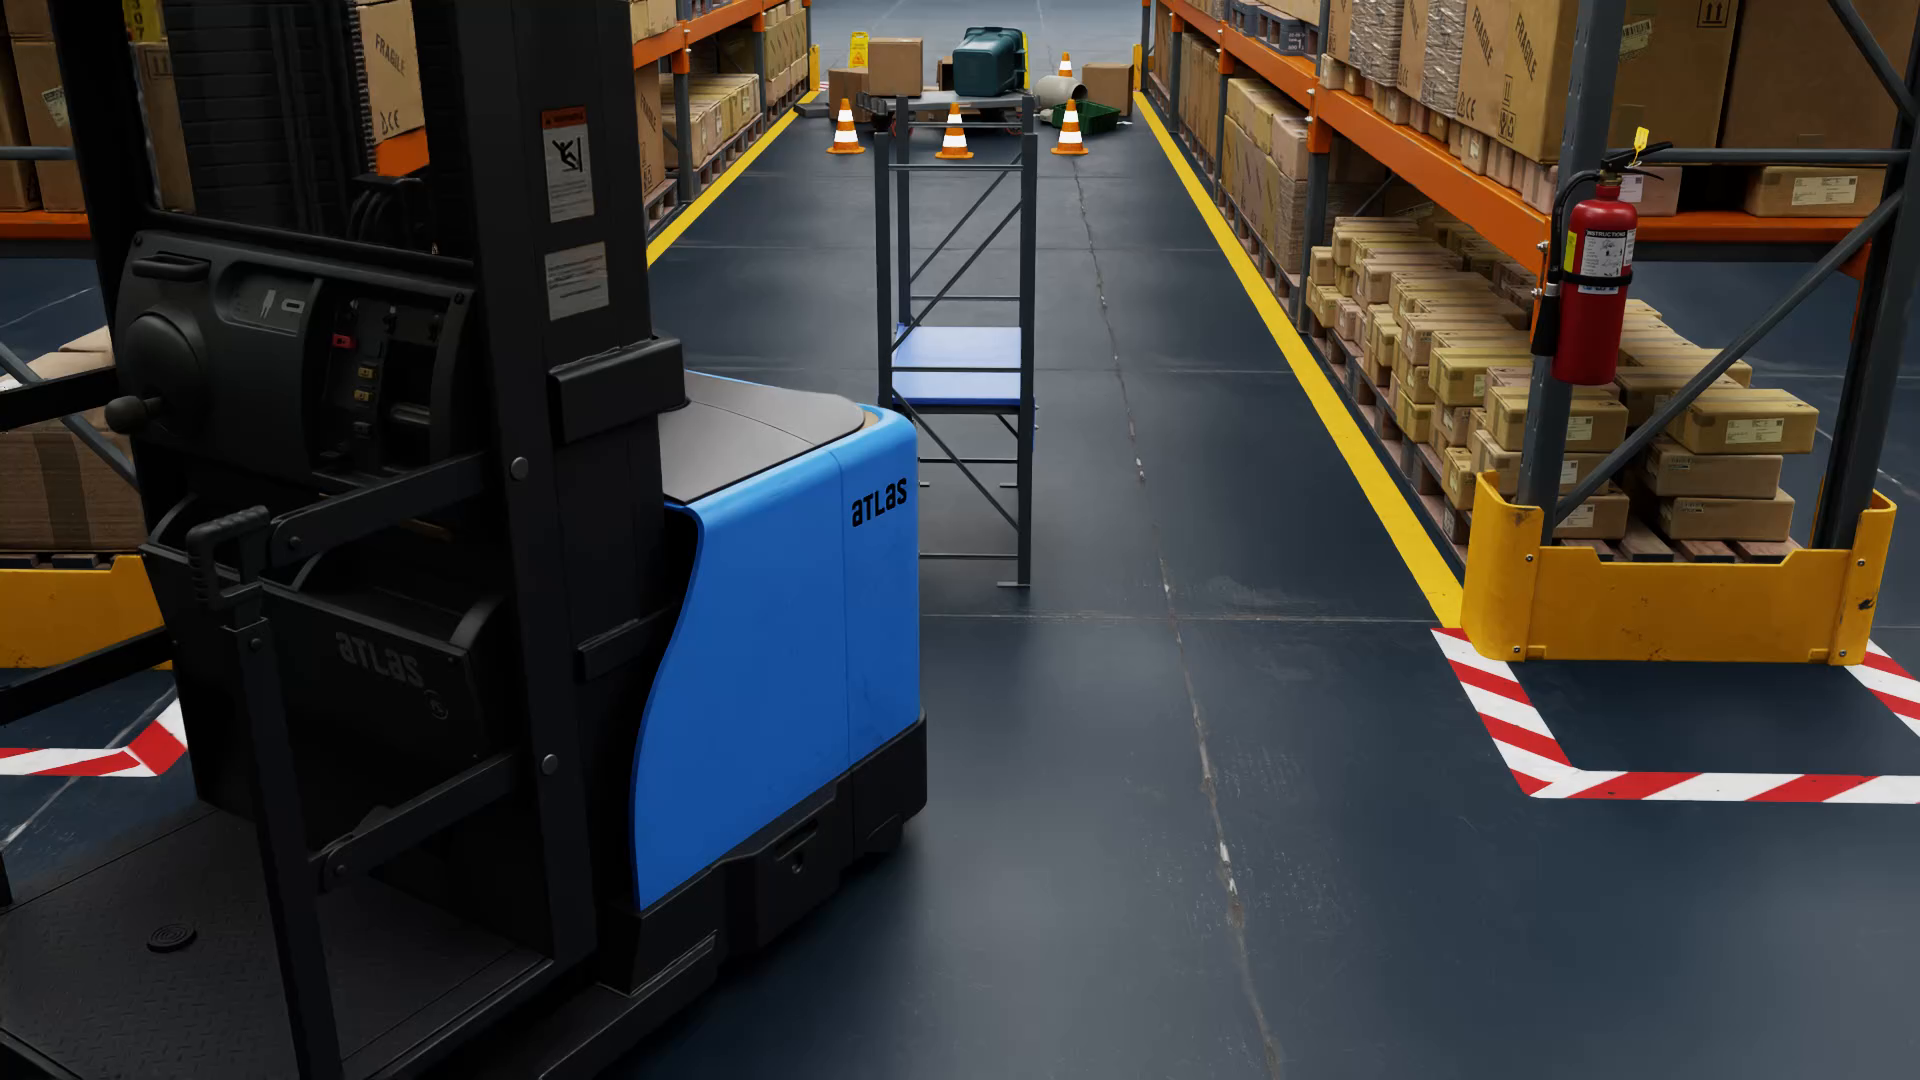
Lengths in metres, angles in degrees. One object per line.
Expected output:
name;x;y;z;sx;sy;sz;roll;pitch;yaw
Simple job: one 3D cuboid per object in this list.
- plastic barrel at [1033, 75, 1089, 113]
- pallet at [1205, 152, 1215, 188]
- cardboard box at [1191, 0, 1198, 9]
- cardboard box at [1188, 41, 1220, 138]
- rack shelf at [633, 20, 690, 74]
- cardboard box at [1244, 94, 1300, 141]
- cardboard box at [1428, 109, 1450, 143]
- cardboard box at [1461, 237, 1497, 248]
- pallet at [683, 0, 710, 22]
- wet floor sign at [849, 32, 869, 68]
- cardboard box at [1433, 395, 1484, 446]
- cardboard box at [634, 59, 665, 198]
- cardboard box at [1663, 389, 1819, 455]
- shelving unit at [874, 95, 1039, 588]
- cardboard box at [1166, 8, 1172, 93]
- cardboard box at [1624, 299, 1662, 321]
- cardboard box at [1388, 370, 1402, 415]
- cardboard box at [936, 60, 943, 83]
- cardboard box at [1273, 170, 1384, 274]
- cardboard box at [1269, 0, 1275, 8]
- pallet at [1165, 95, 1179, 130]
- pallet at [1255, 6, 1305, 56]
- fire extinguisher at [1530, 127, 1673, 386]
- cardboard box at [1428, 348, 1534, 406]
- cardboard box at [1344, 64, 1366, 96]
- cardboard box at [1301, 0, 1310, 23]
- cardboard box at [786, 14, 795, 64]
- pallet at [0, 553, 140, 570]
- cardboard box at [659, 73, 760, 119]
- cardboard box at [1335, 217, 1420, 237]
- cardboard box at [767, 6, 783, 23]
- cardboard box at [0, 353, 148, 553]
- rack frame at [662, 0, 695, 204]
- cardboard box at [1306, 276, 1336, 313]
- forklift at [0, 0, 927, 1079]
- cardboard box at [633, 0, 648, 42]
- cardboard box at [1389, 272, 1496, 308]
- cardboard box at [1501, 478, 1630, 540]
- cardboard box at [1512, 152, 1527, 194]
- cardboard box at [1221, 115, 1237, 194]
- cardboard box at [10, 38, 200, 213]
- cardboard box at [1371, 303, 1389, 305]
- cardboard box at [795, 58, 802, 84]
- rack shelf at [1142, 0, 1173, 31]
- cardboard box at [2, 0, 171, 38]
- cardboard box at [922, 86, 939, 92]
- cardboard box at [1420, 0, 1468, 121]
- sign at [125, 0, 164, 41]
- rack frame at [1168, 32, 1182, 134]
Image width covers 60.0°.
plastic barrel;1.050;-4.622;17.355;0.512;0.421;0.421;18;27;38
pallet;2.526;-2.934;13.298;1.003;0.211;1.213;1;21;2
cardboard box;2.216;-4.708;13.879;0.500;0.500;0.500;1;21;2
cardboard box;2.587;-3.969;14.640;1.050;0.750;0.750;1;21;2
rack shelf;-2.585;-2.909;10.374;1.077;0.370;4.000;1;21;2
cardboard box;2.121;-2.721;10.733;0.500;0.250;0.500;1;21;2
cardboard box;2.030;-1.622;6.409;0.380;0.149;0.250;1;21;3
cardboard box;2.586;-1.333;7.856;0.380;0.149;0.250;0;21;1
pallet;-2.609;-4.137;12.809;1.213;0.211;1.003;1;21;2
wet floor sign;-1.205;-5.819;20.135;0.267;0.644;0.232;8;23;20
cardboard box;1.928;-0.444;5.977;0.380;0.149;0.250;0;21;-1
cardboard box;-2.628;-2.924;11.774;0.875;0.875;0.875;0;21;1
cardboard box;2.539;-0.387;5.417;0.380;0.149;0.250;0;21;-1
shelving unit;0.003;-0.730;5.837;0.538;1.500;1.048;1;21;2
cardboard box;2.661;-5.154;17.521;0.875;0.875;0.875;1;21;2
cardboard box;2.559;-0.863;6.644;0.380;0.149;0.250;1;21;2
cardboard box;1.960;-0.586;6.753;0.380;0.149;0.250;1;21;3
cardboard box;0.197;-5.033;18.305;0.797;0.503;0.637;-16;26;-35
cardboard box;2.076;-1.804;9.407;0.500;0.500;0.500;0;21;1
cardboard box;2.183;-3.480;10.618;0.380;0.149;0.250;1;21;3
pallet;2.650;-4.370;16.999;1.003;0.211;1.213;1;21;2
pallet;2.408;-3.144;10.250;1.003;0.211;1.213;1;21;2
fire extinguisher;1.715;-0.761;4.466;0.296;0.674;0.183;1;21;2
cardboard box;1.892;-0.581;5.916;0.380;0.149;0.250;0;21;0
cardboard box;2.036;-2.193;7.882;0.380;0.149;0.250;1;21;3
cardboard box;2.144;-3.002;9.387;0.380;0.149;0.250;0;21;-1
cardboard box;-2.079;-5.460;18.138;0.500;0.500;0.500;0;21;0
pallet;-2.821;-0.065;5.904;1.003;0.211;1.213;1;21;2
cardboard box;-2.416;-4.195;15.745;0.950;0.372;0.625;1;21;2
cardboard box;2.088;-1.525;8.351;0.380;0.149;0.250;1;21;4
cardboard box;-2.037;-5.420;17.139;0.380;0.149;0.250;1;21;4
cardboard box;-2.847;-0.316;5.658;0.875;0.438;0.875;0;21;0
rack frame;-2.524;-3.967;12.107;1.000;3.000;0.127;1;21;2
cardboard box;1.973;-1.242;8.443;0.380;0.149;0.250;0;21;-1
forklift;-1.305;-0.306;2.765;1.130;2.935;3.031;13;25;30
cardboard box;-2.311;-3.345;10.711;0.500;0.250;0.500;0;21;1
cardboard box;2.061;-1.049;7.124;0.380;0.149;0.250;0;21;-1
cardboard box;1.991;-0.116;5.543;0.380;0.149;0.250;1;21;3
cardboard box;1.956;-1.150;5.194;0.380;0.149;0.250;1;21;2
cardboard box;2.151;-2.727;11.785;0.500;0.500;0.500;0;21;-1
cardboard box;-2.466;-1.292;5.074;0.500;0.500;0.500;0;21;1
cardboard box;2.042;-1.003;7.417;0.380;0.149;0.250;2;21;4
cardboard box;-2.060;-5.291;18.740;0.500;0.250;0.500;1;21;2
rack shelf;2.609;-5.784;17.782;1.077;0.370;4.000;1;21;2
cardboard box;-2.468;-1.758;4.893;0.500;0.500;0.500;0;21;0
cardboard box;-0.301;-5.035;18.800;0.380;0.149;0.250;13;25;29
cardboard box;1.967;-1.777;5.913;0.500;0.500;0.500;1;21;2
sign;-2.213;-1.507;4.460;0.100;0.325;0.005;1;21;2
rack frame;2.549;-5.396;15.789;1.000;3.000;0.127;1;21;2
